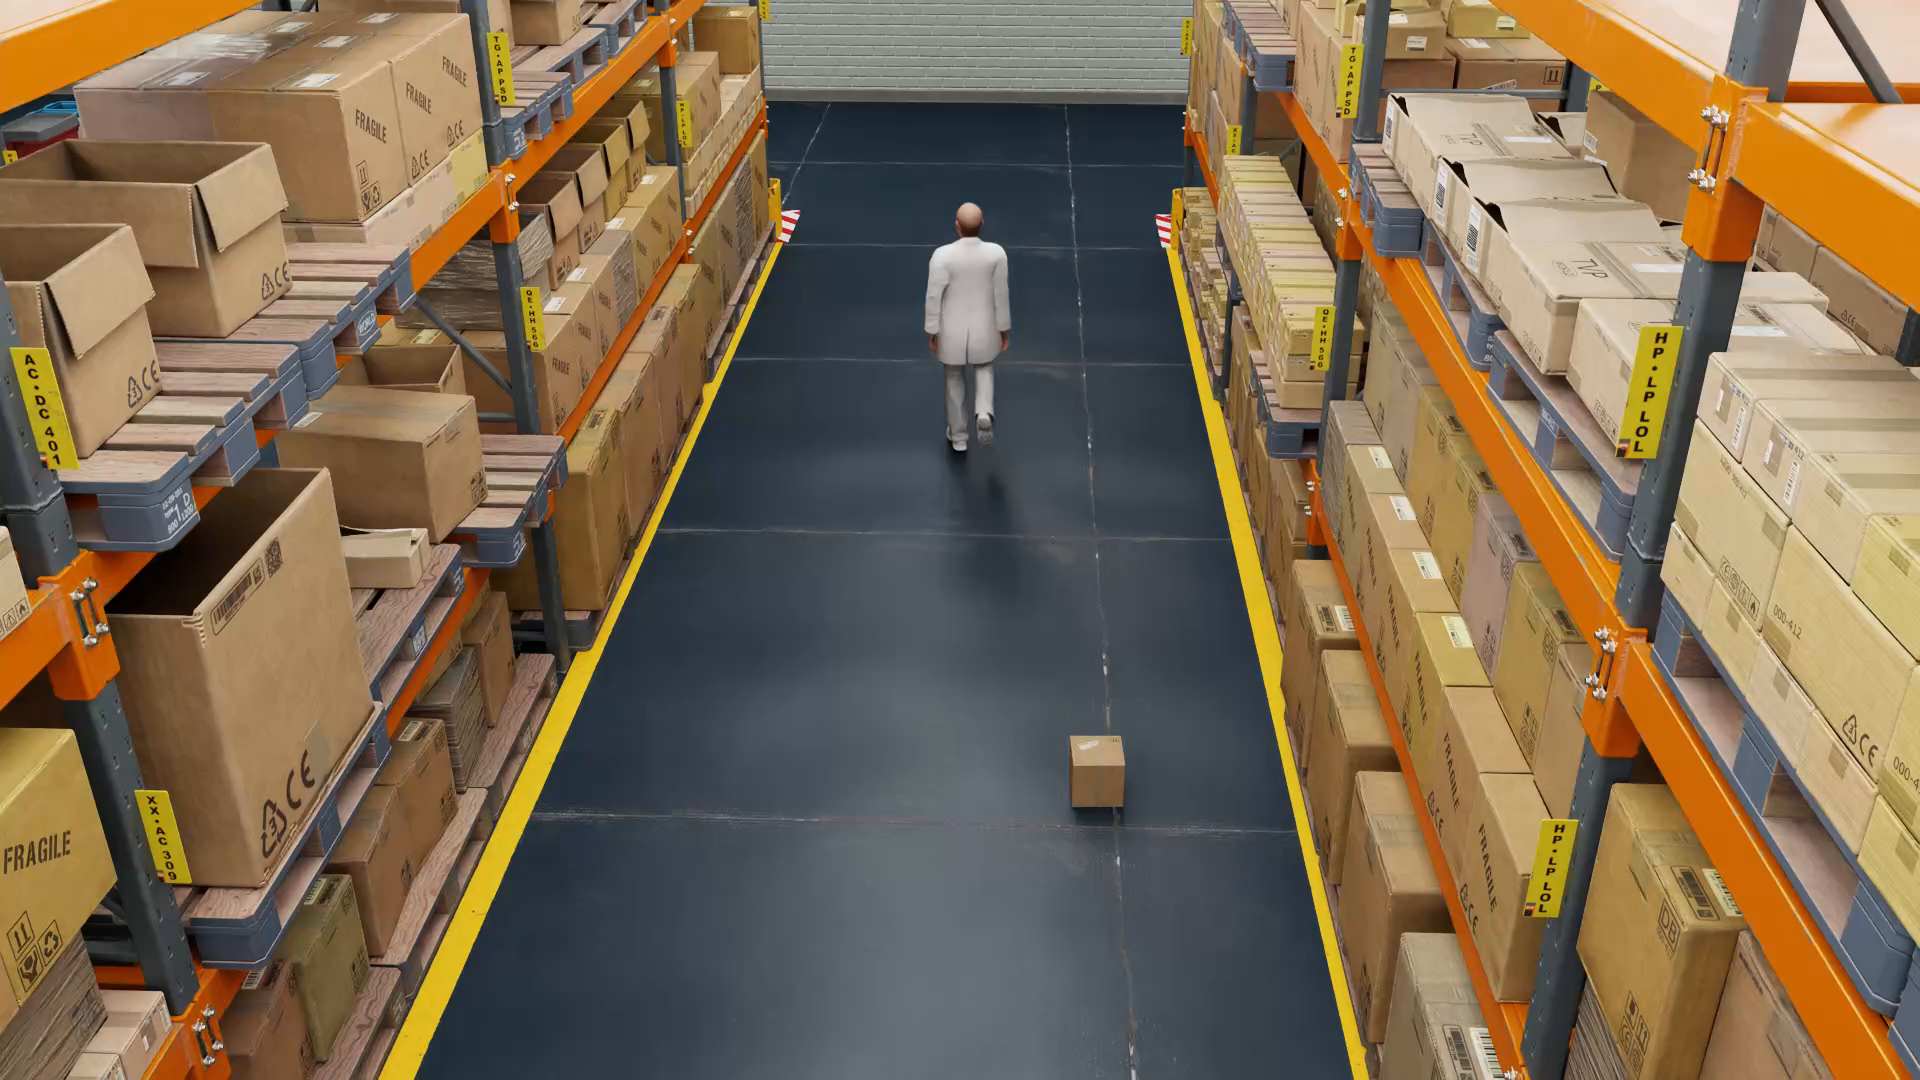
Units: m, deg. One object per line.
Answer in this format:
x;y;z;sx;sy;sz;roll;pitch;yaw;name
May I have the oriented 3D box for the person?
0.055;-1.444;11.345;0.598;1.764;0.577;-4;28;-7;person
